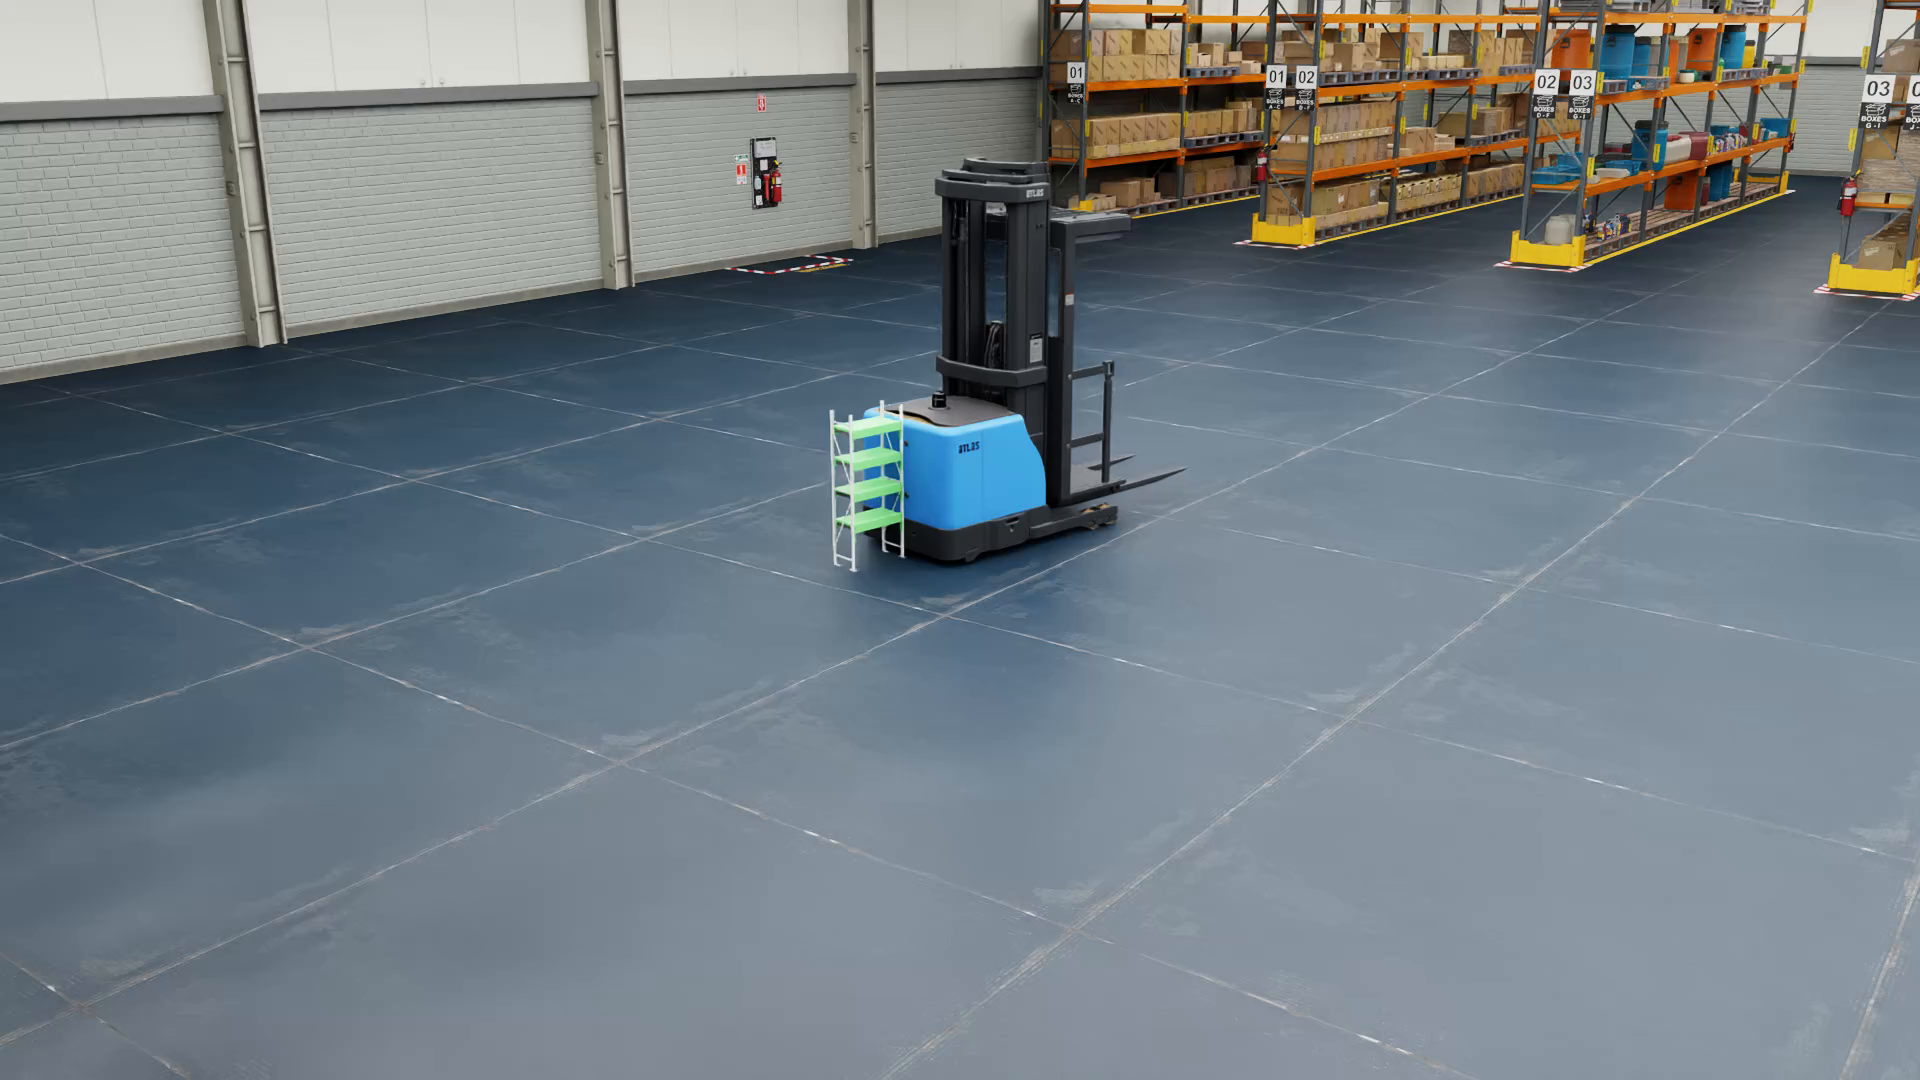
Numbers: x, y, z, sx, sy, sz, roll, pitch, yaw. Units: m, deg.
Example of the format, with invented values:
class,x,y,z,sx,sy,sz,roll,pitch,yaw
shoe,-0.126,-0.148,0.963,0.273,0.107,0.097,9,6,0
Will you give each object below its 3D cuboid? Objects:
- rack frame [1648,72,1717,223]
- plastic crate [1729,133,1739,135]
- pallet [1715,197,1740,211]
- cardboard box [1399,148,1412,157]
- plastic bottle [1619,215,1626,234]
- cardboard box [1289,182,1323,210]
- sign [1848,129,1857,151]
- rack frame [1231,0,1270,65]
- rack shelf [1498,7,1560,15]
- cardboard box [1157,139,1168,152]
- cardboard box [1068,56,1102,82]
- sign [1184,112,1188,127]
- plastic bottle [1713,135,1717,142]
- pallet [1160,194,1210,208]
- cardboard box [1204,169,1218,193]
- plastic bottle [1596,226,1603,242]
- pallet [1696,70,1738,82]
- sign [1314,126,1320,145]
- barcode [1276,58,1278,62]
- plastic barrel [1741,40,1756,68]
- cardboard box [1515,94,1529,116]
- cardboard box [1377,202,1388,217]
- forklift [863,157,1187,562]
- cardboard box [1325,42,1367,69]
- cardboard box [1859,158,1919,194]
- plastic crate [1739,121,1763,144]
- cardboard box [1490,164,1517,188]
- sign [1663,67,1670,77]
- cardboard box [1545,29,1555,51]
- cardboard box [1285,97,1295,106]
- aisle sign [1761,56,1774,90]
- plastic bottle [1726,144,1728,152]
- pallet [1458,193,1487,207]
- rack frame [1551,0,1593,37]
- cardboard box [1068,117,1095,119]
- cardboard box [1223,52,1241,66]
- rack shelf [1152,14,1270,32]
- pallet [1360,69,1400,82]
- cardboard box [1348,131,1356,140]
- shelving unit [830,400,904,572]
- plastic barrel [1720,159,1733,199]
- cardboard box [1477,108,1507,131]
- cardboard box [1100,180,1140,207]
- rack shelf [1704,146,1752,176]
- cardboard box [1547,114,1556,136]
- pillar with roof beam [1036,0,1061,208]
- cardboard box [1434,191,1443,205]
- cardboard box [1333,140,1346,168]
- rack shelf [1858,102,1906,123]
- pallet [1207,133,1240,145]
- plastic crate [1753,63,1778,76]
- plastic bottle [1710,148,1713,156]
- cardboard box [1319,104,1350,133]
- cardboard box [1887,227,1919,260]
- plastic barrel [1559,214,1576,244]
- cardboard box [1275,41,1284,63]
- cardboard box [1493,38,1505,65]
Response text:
class,x,y,z,sx,sy,sz,roll,pitch,yaw
rack frame,14.828,-8.073,34.183,1.000,3.000,0.127,12,21,35
plastic crate,18.008,-9.396,38.787,0.293,0.136,0.466,12,21,35
pallet,16.718,-7.518,37.096,1.003,0.211,1.213,12,21,35
cardboard box,9.161,-8.051,34.537,0.380,0.149,0.250,12,21,35
plastic bottle,12.178,-5.815,30.637,0.144,0.351,0.185,11,20,32
cardboard box,6.750,-6.710,32.459,0.500,0.500,0.500,12,21,35
sign,13.606,-6.099,25.341,0.100,0.325,0.005,12,21,35
rack frame,6.872,-12.689,38.930,1.000,3.000,0.127,12,21,35
rack shelf,14.427,-12.898,40.824,1.077,0.370,4.000,12,21,35
cardboard box,4.146,-8.525,35.858,0.500,0.250,0.500,13,21,35
cardboard box,2.505,-9.444,33.336,0.500,0.500,0.500,13,22,36
sign,4.929,-9.190,36.321,0.100,0.325,0.005,12,21,35
plastic bottle,16.068,-8.458,35.505,0.144,0.351,0.185,12,21,35
pallet,4.951,-7.725,37.764,1.003,0.211,1.213,12,21,35
cardboard box,5.518,-8.312,38.425,0.700,0.500,0.500,13,21,35
plastic bottle,11.392,-5.452,29.600,0.097,0.271,0.097,0,17,0
pallet,15.363,-9.580,34.297,1.003,0.211,1.213,12,21,35
sign,6.528,-7.396,30.408,0.100,0.325,0.005,12,21,35
barcode,5.878,-8.911,30.843,0.001,0.075,0.075,12,21,35
plastic barrel,16.831,-10.495,35.900,0.600,0.588,0.600,0,17,0
cardboard box,13.743,-10.490,40.110,0.500,0.500,0.500,13,22,36
cardboard box,8.368,-6.735,33.802,0.500,0.250,0.500,12,21,35
forklift,0.654,-1.582,13.396,3.031,2.935,1.130,-16,23,-41
cardboard box,7.387,-9.376,32.202,0.797,0.503,0.637,15,23,41
cardboard box,14.389,-5.608,25.576,0.875,0.500,0.500,12,21,35
plastic crate,17.945,-9.253,37.774,0.402,0.464,0.583,12,21,35
cardboard box,12.871,-8.634,39.462,0.500,0.500,0.500,13,21,35
sign,12.880,-8.457,30.347,0.100,0.325,0.005,12,21,35
cardboard box,13.907,-12.076,40.162,0.700,0.500,0.500,12,21,35
cardboard box,7.964,-10.692,40.647,0.500,0.250,0.500,13,21,35
aisle sign,19.399,-11.290,40.157,0.394,0.787,0.004,12,21,35
plastic bottle,16.453,-8.453,35.741,0.097,0.201,0.097,0,17,0
pallet,11.328,-7.789,37.969,1.003,0.211,1.213,12,21,35
rack frame,15.619,-13.720,42.250,1.000,3.000,0.127,12,21,35
cardboard box,2.523,-8.482,34.455,0.500,0.500,0.500,13,21,35
cardboard box,6.025,-11.023,38.415,0.797,0.503,0.637,16,24,42
rack shelf,5.680,-11.678,37.562,1.077,0.370,4.000,12,21,35
pallet,7.982,-9.179,32.836,1.003,0.211,1.213,12,21,35
cardboard box,7.409,-7.823,32.114,0.380,0.149,0.250,13,21,35
shelving unit,-0.695,-0.410,12.541,0.503,1.200,0.258,-16,23,-41
plastic barrel,16.874,-8.098,37.092,0.600,0.901,0.708,12,21,35
cardboard box,12.415,-9.902,39.195,0.500,0.500,0.700,-16,23,-42
cardboard box,3.407,-7.385,35.441,0.700,0.500,0.500,11,20,31
rack shelf,16.020,-8.206,35.823,1.077,0.370,4.000,12,21,35
cardboard box,14.361,-10.264,41.070,0.500,0.500,0.500,12,21,34
pillar with roof beam,5.285,-10.342,31.374,9.100,9.000,0.400,12,21,35
cardboard box,10.129,-7.426,36.026,0.500,0.250,0.500,13,21,36
cardboard box,6.984,-7.444,31.987,0.700,0.500,0.500,13,21,35
rack shelf,15.231,-6.858,26.424,1.077,0.370,4.000,12,21,35
pallet,5.725,-9.253,38.307,1.003,0.211,1.213,12,21,35
plastic crate,18.172,-10.643,37.622,0.497,0.269,0.590,12,21,35
plastic bottle,15.621,-8.170,34.704,0.152,0.276,0.135,12,21,35
cardboard box,7.014,-8.079,31.846,0.700,0.500,0.500,13,21,35
cardboard box,15.510,-4.864,27.356,0.500,0.500,0.500,10,20,30
plastic barrel,10.691,-5.470,29.286,0.421,0.512,0.421,0,17,0
cardboard box,7.388,-11.775,40.136,0.700,0.500,0.500,11,20,32
cardboard box,12.084,-11.205,38.166,0.600,0.600,0.600,11,21,33
